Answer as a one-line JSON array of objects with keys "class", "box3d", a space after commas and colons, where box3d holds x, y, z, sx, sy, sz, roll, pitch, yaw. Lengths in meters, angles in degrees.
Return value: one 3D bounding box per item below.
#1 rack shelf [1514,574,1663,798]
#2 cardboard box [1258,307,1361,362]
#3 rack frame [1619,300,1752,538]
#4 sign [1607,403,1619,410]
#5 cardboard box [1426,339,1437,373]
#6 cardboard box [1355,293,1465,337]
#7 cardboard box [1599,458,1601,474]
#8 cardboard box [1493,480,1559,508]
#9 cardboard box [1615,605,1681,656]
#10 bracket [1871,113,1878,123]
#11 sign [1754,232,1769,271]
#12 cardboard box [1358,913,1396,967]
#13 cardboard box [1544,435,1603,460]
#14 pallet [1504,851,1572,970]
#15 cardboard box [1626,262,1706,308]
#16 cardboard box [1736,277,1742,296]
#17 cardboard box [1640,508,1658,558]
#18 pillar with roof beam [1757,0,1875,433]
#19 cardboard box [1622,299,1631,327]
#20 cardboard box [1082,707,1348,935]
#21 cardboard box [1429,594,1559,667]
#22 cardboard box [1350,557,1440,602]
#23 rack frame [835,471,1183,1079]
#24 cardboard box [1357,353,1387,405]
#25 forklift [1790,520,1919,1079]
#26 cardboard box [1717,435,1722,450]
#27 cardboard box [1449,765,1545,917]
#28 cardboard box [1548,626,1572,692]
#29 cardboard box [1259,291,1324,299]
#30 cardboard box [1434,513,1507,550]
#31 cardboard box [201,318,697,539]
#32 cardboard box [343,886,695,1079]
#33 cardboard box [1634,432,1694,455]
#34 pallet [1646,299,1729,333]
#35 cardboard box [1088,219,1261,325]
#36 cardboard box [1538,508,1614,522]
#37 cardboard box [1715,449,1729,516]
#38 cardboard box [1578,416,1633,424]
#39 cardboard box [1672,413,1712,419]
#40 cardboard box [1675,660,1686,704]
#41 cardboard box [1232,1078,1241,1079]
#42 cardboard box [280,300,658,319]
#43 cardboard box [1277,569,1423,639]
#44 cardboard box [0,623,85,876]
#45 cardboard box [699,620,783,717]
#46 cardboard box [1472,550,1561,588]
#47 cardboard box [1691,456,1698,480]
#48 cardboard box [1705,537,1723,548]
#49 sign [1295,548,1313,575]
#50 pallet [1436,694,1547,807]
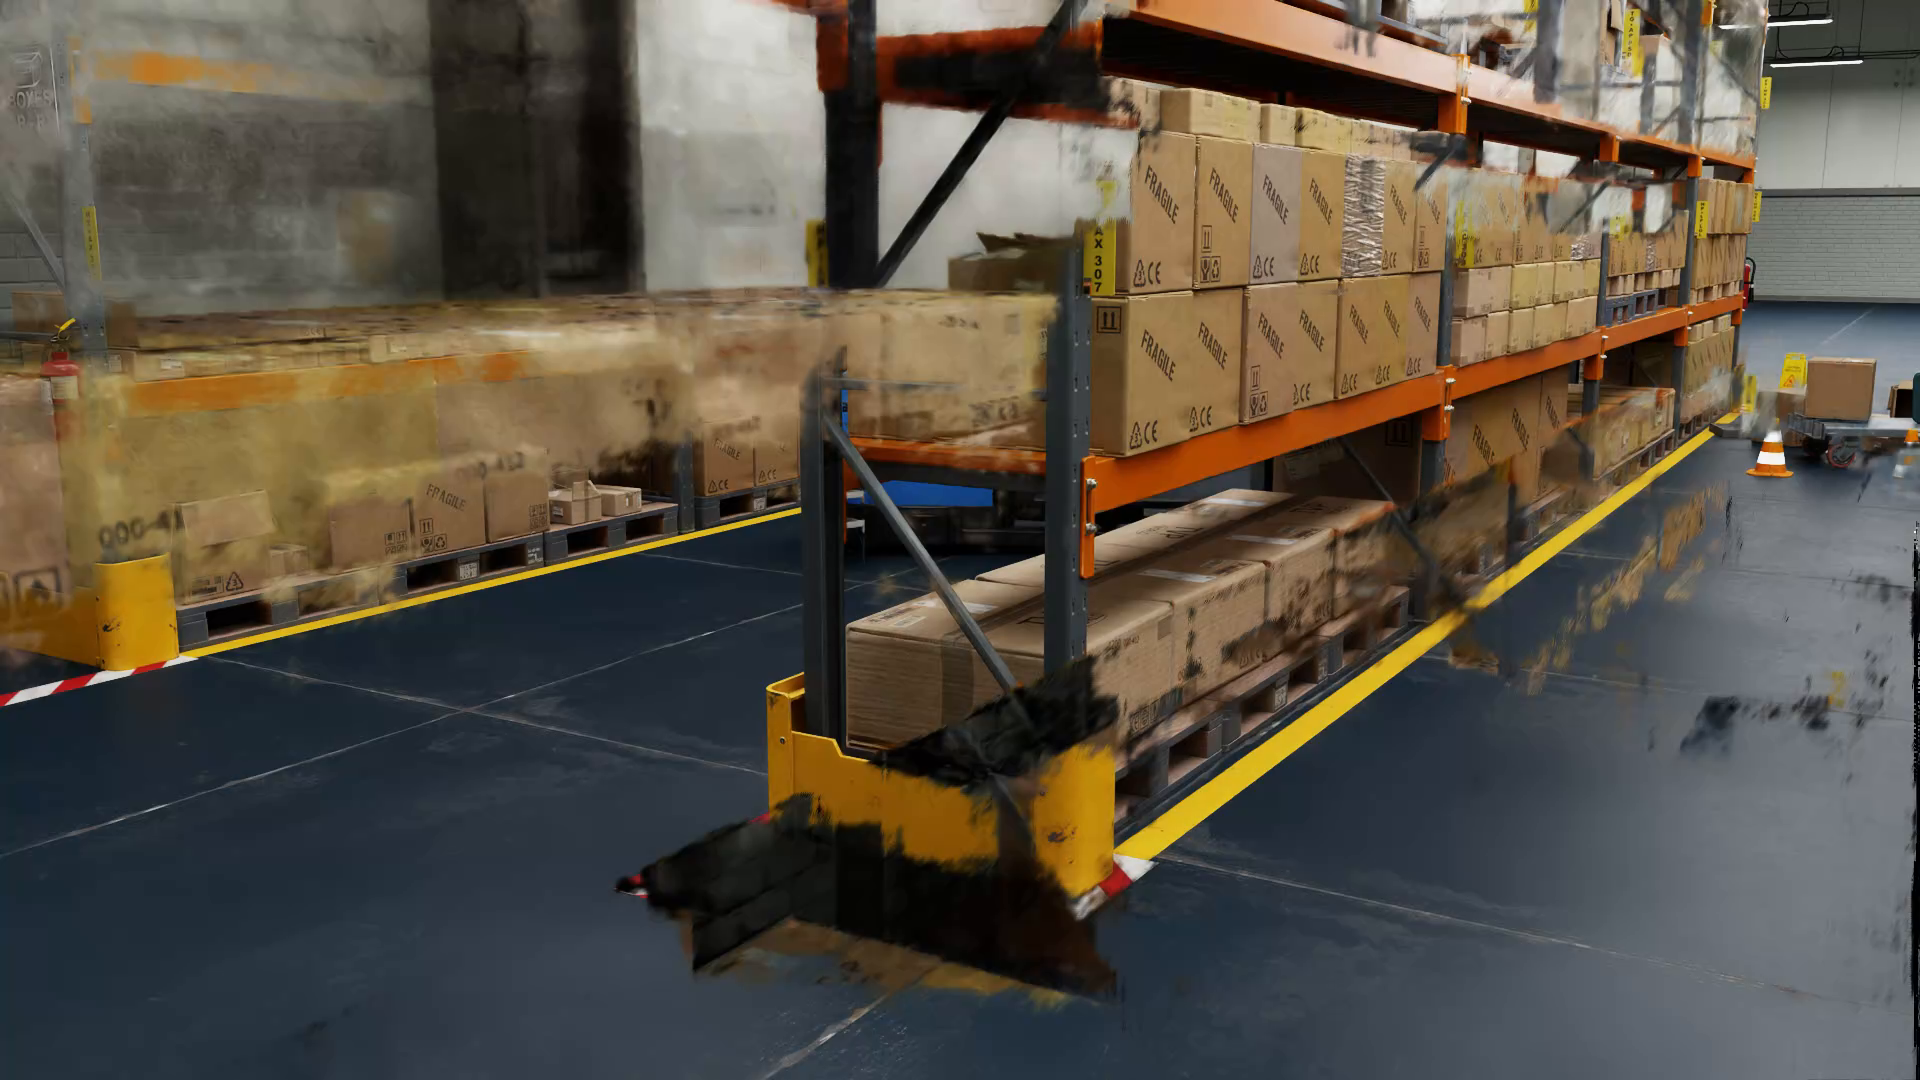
[{"class": "rack shelf", "box3d": [0.881, -2.156, 16.188, 1.077, 0.370, 4.000, 6, 12, 31]}, {"class": "cardboard box", "box3d": [-1.348, -3.451, 11.462, 0.380, 0.149, 0.250, 6, 12, 30]}, {"class": "rack frame", "box3d": [3.996, -3.453, 21.162, 1.000, 3.000, 0.127, 6, 12, 31]}, {"class": "sign", "box3d": [3.525, -3.972, 21.363, 0.100, 0.325, 0.005, 6, 12, 31]}, {"class": "cardboard box", "box3d": [-0.709, -3.557, 12.891, 0.380, 0.149, 0.250, 7, 12, 31]}, {"class": "cardboard box", "box3d": [-0.628, -3.691, 12.798, 0.380, 0.149, 0.250, 6, 12, 29]}, {"class": "cardboard box", "box3d": [2.213, -3.395, 18.817, 0.380, 0.149, 0.250, 6, 12, 31]}, {"class": "cardboard box", "box3d": [1.369, -3.120, 17.349, 0.380, 0.149, 0.250, 6, 12, 29]}, {"class": "cardboard box", "box3d": [2.439, -2.216, 18.170, 0.500, 0.250, 0.500, 6, 12, 30]}, {"class": "bracket", "box3d": [20.189, -13.270, 47.514, 0.235, 0.232, 0.430, 6, 12, 31]}, {"class": "sign", "box3d": [4.453, -5.270, 20.523, 0.100, 0.325, 0.005, 6, 12, 31]}, {"class": "cardboard box", "box3d": [-0.792, -1.230, 13.177, 0.380, 0.149, 0.250, 6, 12, 30]}, {"class": "cardboard box", "box3d": [2.118, -3.496, 18.547, 0.380, 0.149, 0.250, 6, 12, 30]}, {"class": "pallet", "box3d": [0.303, -0.950, 15.370, 1.003, 0.211, 1.213, 6, 12, 31]}, {"class": "cardboard box", "box3d": [2.559, -4.618, 18.061, 0.500, 0.311, 0.500, 7, 13, 32]}, {"class": "cardboard box", "box3d": [3.825, -4.900, 20.010, 0.380, 0.149, 0.250, 6, 12, 29]}, {"class": "cardboard box", "box3d": [1.883, -2.894, 17.227, 0.500, 0.250, 0.500, 6, 12, 29]}, {"class": "pillar with roof beam", "box3d": [15.889, -8.798, 33.409, 9.100, 9.000, 0.548, 6, 12, 31]}, {"class": "cardboard box", "box3d": [1.208, -4.107, 15.774, 0.380, 0.149, 0.250, 6, 12, 30]}, {"class": "cardboard box", "box3d": [-1.523, -1.958, 11.761, 0.700, 0.500, 0.500, 7, 12, 31]}, {"class": "cardboard box", "box3d": [0.303, -2.411, 14.645, 0.500, 0.250, 0.500, 6, 12, 31]}, {"class": "cardboard box", "box3d": [-0.162, -2.633, 14.749, 0.380, 0.149, 0.250, 7, 13, 32]}, {"class": "rack frame", "box3d": [-2.234, -1.566, 11.081, 1.000, 3.000, 0.127, 6, 12, 31]}, {"class": "cardboard box", "box3d": [-1.211, -3.342, 11.688, 0.380, 0.149, 0.250, 6, 12, 30]}, {"class": "forklift", "box3d": [0.684, -1.431, 10.550, 3.031, 2.935, 1.130, 1, 11, 4]}, {"class": "cardboard box", "box3d": [3.761, -3.662, 20.242, 0.380, 0.149, 0.250, 7, 12, 32]}, {"class": "cardboard box", "box3d": [0.178, -1.331, 15.138, 0.875, 0.625, 0.625, 7, 13, 32]}, {"class": "cardboard box", "box3d": [0.547, -2.246, 15.123, 0.500, 0.250, 0.500, 6, 12, 29]}, {"class": "cardboard box", "box3d": [-1.106, -3.745, 13.086, 0.380, 0.149, 0.250, 6, 12, 30]}, {"class": "cardboard box", "box3d": [0.619, -2.877, 16.049, 0.380, 0.149, 0.250, 7, 13, 32]}, {"class": "cardboard box", "box3d": [-3.081, -3.015, 8.910, 0.500, 0.250, 0.500, 7, 13, 32]}, {"class": "cardboard box", "box3d": [-3.235, -1.798, 9.883, 0.500, 0.500, 0.500, 6, 12, 29]}, {"class": "cardboard box", "box3d": [2.855, -3.525, 18.702, 0.380, 0.149, 0.250, 6, 12, 30]}, {"class": "pallet", "box3d": [2.974, -4.583, 19.284, 1.003, 0.211, 1.213, 6, 12, 31]}, {"class": "cardboard box", "box3d": [-1.779, -3.536, 10.790, 0.396, 0.266, 0.258, 6, 12, 30]}, {"class": "cardboard box", "box3d": [1.294, -2.913, 16.244, 0.380, 0.149, 0.250, 7, 12, 31]}, {"class": "cardboard box", "box3d": [3.688, -3.319, 20.174, 0.500, 0.500, 0.500, 7, 13, 32]}, {"class": "cardboard box", "box3d": [2.872, -3.741, 19.856, 0.380, 0.149, 0.250, 6, 12, 29]}, {"class": "cardboard box", "box3d": [3.583, -3.773, 20.029, 0.380, 0.149, 0.250, 6, 12, 31]}, {"class": "cardboard box", "box3d": [2.704, -1.805, 18.688, 0.500, 0.250, 0.500, 6, 12, 29]}, {"class": "cardboard box", "box3d": [-1.619, -0.986, 11.872, 0.380, 0.149, 0.250, 6, 12, 28]}, {"class": "cardboard box", "box3d": [-3.254, -3.145, 9.605, 0.500, 0.250, 0.500, 6, 12, 30]}, {"class": "cardboard box", "box3d": [-0.558, -2.384, 14.041, 0.500, 0.500, 0.500, 7, 13, 33]}, {"class": "cardboard box", "box3d": [-3.601, -2.609, 8.102, 0.500, 0.250, 0.500, 7, 13, 32]}, {"class": "cardboard box", "box3d": [-2.866, -2.635, 9.322, 0.380, 0.149, 0.250, 7, 12, 31]}, {"class": "cardboard box", "box3d": [0.509, -2.670, 14.944, 0.380, 0.149, 0.250, 7, 13, 32]}, {"class": "cardboard box", "box3d": [2.883, -3.374, 18.707, 0.380, 0.149, 0.250, 6, 12, 30]}, {"class": "cardboard box", "box3d": [4.023, -2.697, 20.738, 0.500, 0.250, 0.500, 7, 13, 33]}, {"class": "sign", "box3d": [-0.634, -2.817, 14.615, 0.100, 0.325, 0.005, 6, 12, 31]}, {"class": "pallet", "box3d": [-0.449, -1.987, 13.854, 1.213, 0.211, 1.003, 6, 12, 31]}]
